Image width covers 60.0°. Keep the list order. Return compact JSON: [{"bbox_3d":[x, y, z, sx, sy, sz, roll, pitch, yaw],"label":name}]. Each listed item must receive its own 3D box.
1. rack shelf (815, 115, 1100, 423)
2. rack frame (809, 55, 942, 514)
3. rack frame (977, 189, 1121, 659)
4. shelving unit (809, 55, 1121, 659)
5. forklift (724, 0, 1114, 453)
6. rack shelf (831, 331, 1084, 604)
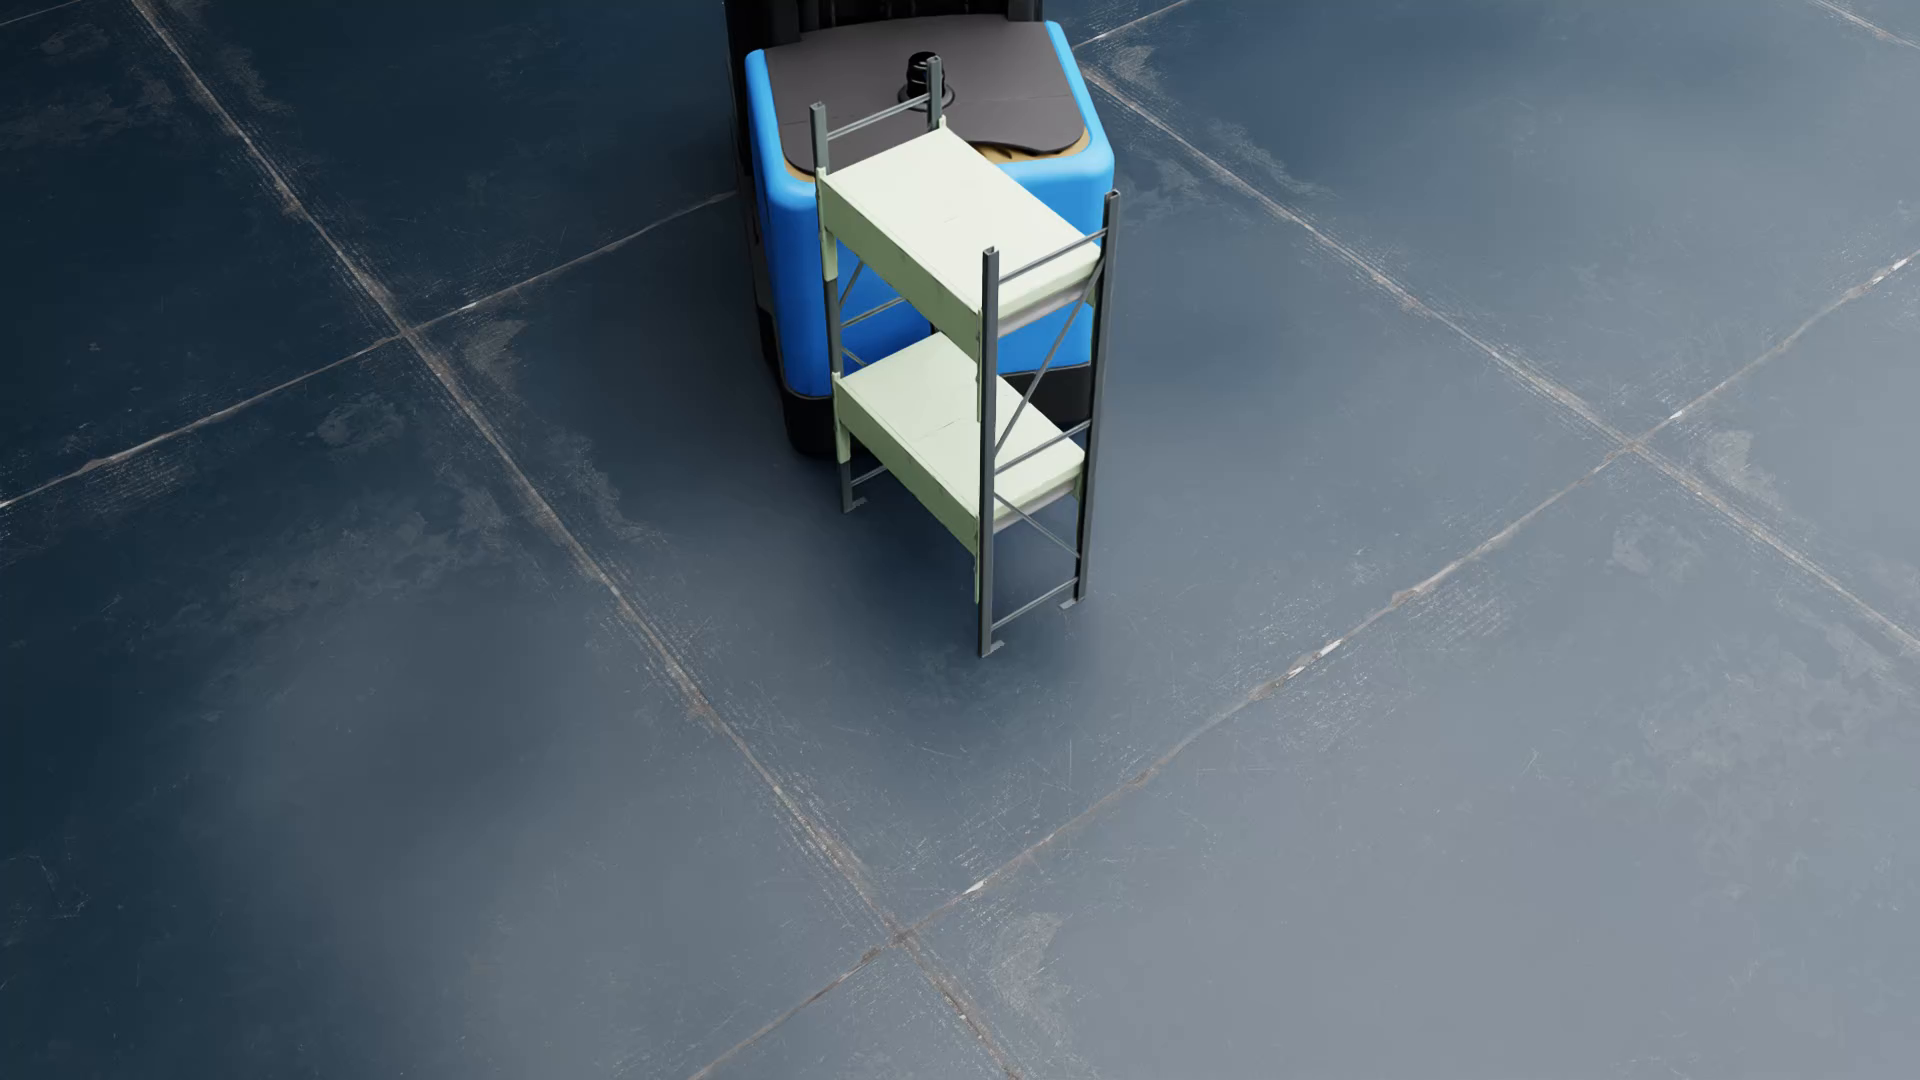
[{"bbox_3d":[0.001,-0.724,4.368,0.431,0.370,0.720,-29,54,-23],"label":"rack shelf"},{"bbox_3d":[-0.216,-0.680,4.855,0.400,1.500,0.023,-29,54,-23],"label":"rack frame"},{"bbox_3d":[0.218,-0.244,4.459,0.400,1.500,0.023,-29,54,-23],"label":"rack frame"},{"bbox_3d":[0.001,-0.462,4.657,0.431,1.500,0.755,-29,54,-23],"label":"shelving unit"},{"bbox_3d":[-0.300,-2.379,5.428,1.130,2.935,3.031,-8,48,-7],"label":"forklift"},{"bbox_3d":[0.001,-0.243,4.898,0.431,0.370,0.720,-29,54,-23],"label":"rack shelf"}]
